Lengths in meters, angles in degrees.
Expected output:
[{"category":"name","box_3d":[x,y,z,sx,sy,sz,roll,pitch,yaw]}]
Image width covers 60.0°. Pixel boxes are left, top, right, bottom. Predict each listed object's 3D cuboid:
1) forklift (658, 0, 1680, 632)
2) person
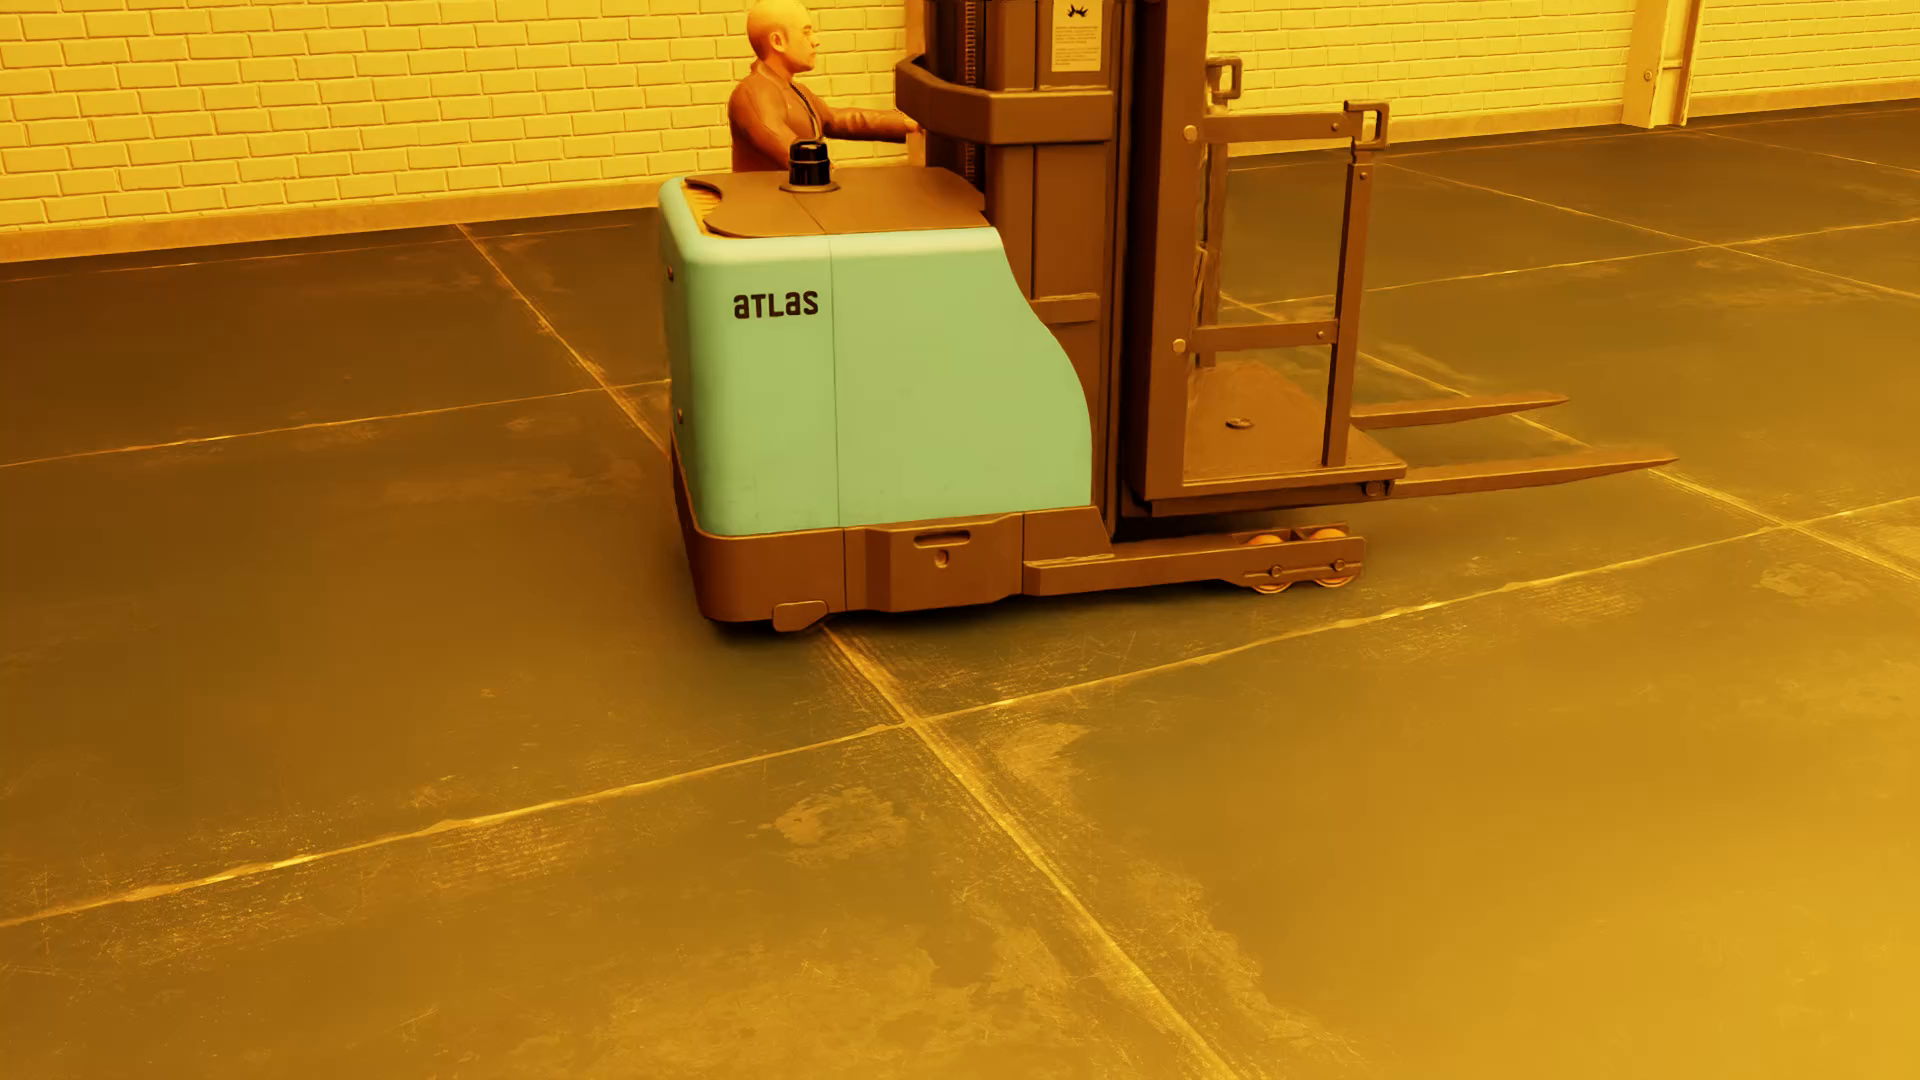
[{"category":"forklift","box_3d":[0.677,-1.391,4.635,3.031,2.935,1.130,-5,23,-12]},{"category":"person","box_3d":[-0.296,-1.010,5.557,0.913,1.537,1.037,-3,23,-7]}]
